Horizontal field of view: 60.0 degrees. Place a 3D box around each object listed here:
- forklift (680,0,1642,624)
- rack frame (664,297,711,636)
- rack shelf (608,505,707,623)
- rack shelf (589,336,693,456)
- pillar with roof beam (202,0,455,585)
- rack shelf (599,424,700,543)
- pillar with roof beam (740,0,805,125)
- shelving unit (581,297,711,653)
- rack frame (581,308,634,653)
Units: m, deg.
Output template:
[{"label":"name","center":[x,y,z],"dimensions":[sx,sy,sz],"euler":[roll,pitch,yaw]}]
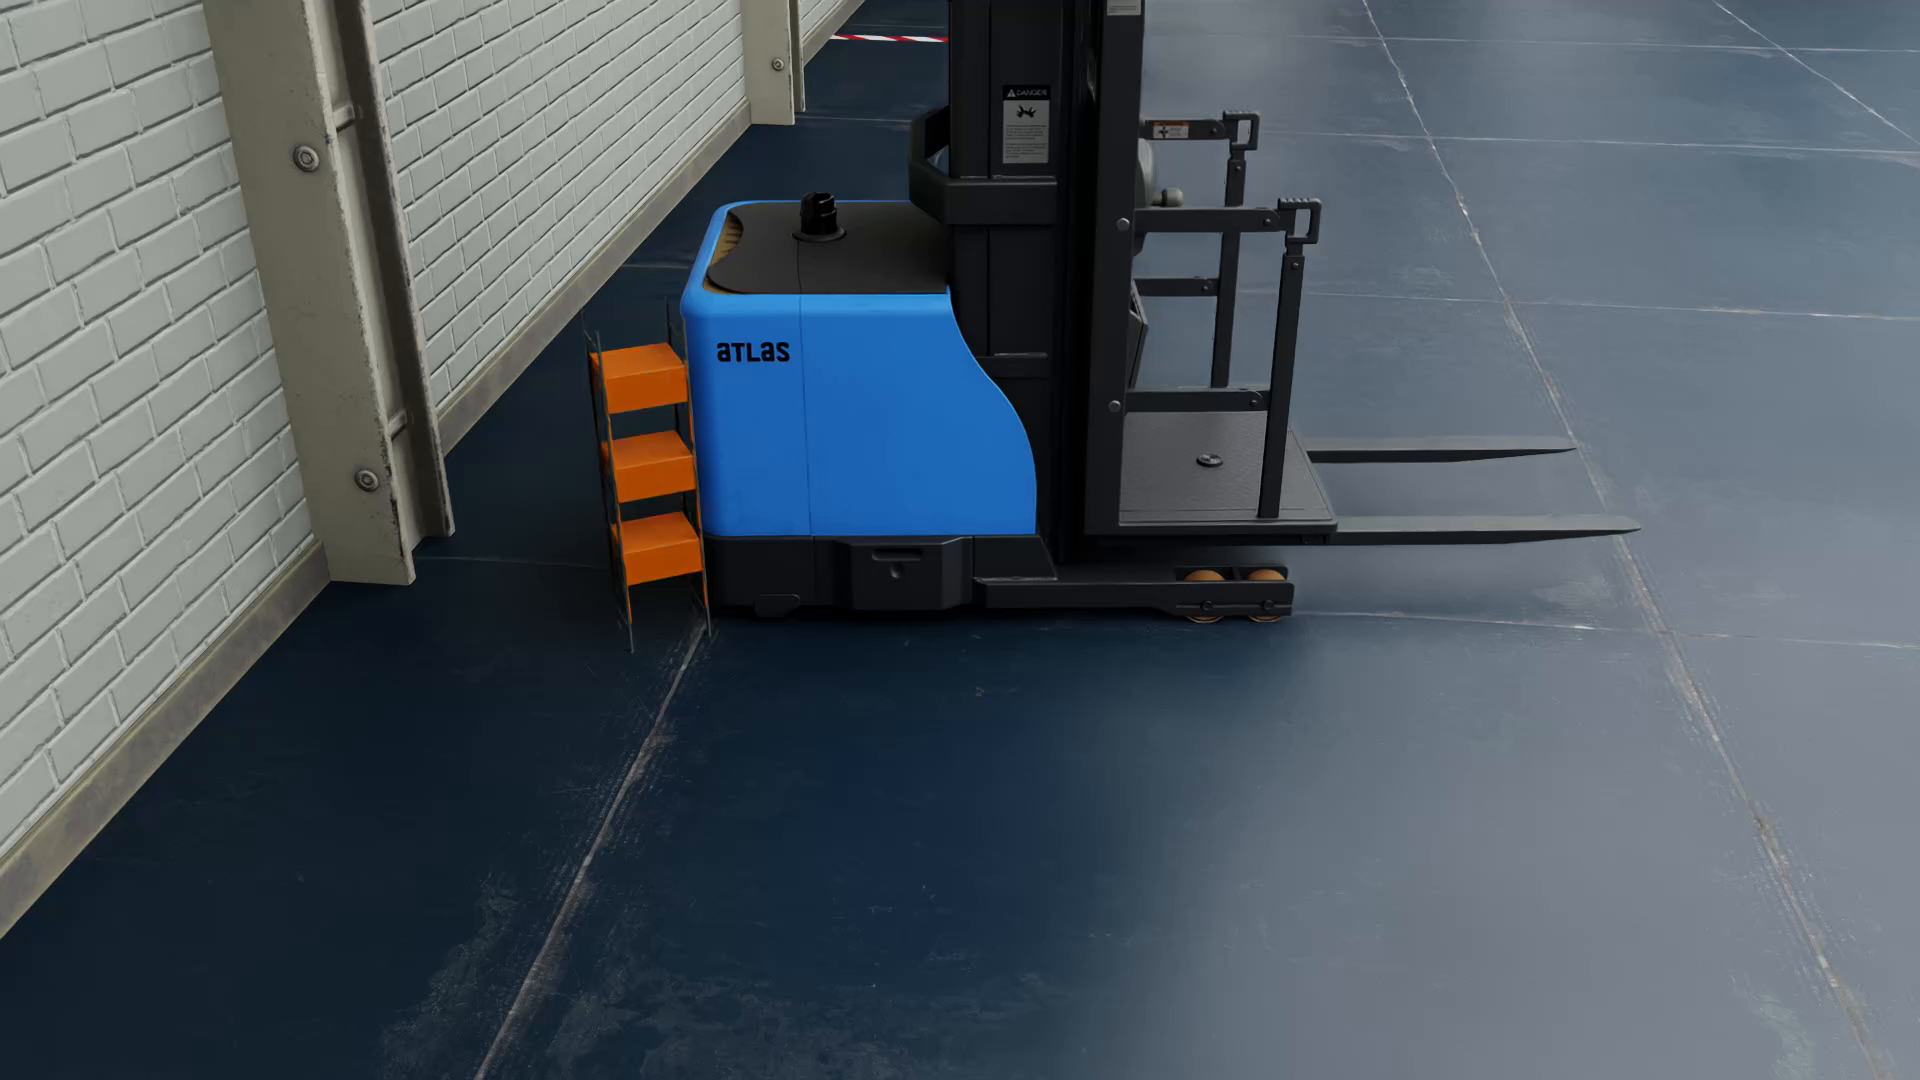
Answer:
[{"label":"forklift","center":[0.677,-1.279,5.033],"dimensions":[3.031,2.935,1.130],"euler":[0,28,-1]},{"label":"rack frame","center":[-0.821,-0.205,5.023],"dimensions":[0.008,1.050,0.200],"euler":[-12,30,-21]},{"label":"rack shelf","center":[-0.932,0.072,5.117],"dimensions":[0.240,0.259,0.215],"euler":[-12,30,-21]},{"label":"rack shelf","center":[-0.932,-0.422,4.851],"dimensions":[0.240,0.259,0.215],"euler":[-12,30,-21]},{"label":"pillar with roof beam","center":[2.332,-3.665,3.065],"dimensions":[9.100,9.000,0.400],"euler":[3,28,6]},{"label":"rack shelf","center":[-0.932,-0.172,4.985],"dimensions":[0.240,0.259,0.215],"euler":[-12,30,-21]},{"label":"pillar with roof beam","center":[3.067,-6.489,8.307],"dimensions":[9.100,9.000,0.400],"euler":[3,28,6]},{"label":"shelving unit","center":[-0.932,-0.182,4.980],"dimensions":[0.252,1.050,0.215],"euler":[-12,30,-21]},{"label":"rack frame","center":[-1.044,-0.158,4.937],"dimensions":[0.008,1.050,0.200],"euler":[-12,30,-21]}]
